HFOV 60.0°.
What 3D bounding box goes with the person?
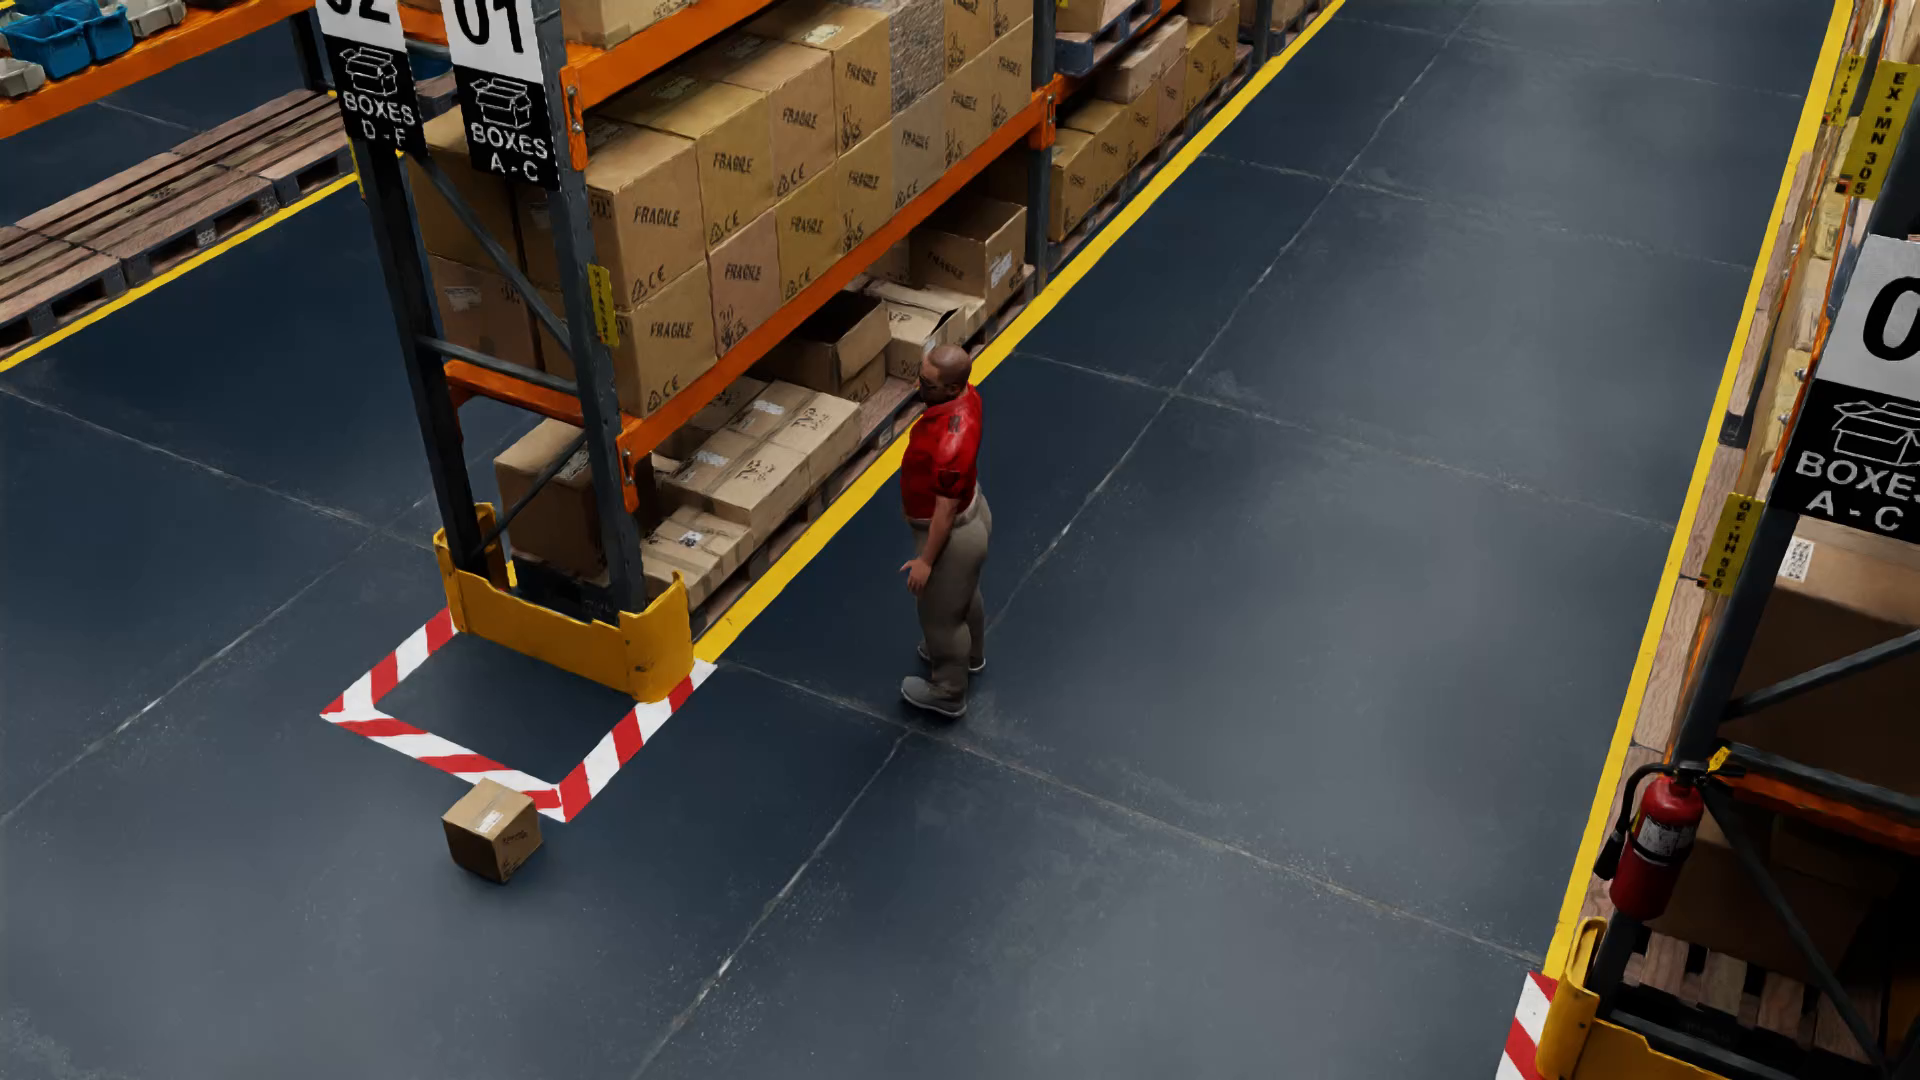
[{"bbox_3d":[-0.064,-0.036,6.773,0.381,1.739,0.597,4,38,5],"label":"person"}]
